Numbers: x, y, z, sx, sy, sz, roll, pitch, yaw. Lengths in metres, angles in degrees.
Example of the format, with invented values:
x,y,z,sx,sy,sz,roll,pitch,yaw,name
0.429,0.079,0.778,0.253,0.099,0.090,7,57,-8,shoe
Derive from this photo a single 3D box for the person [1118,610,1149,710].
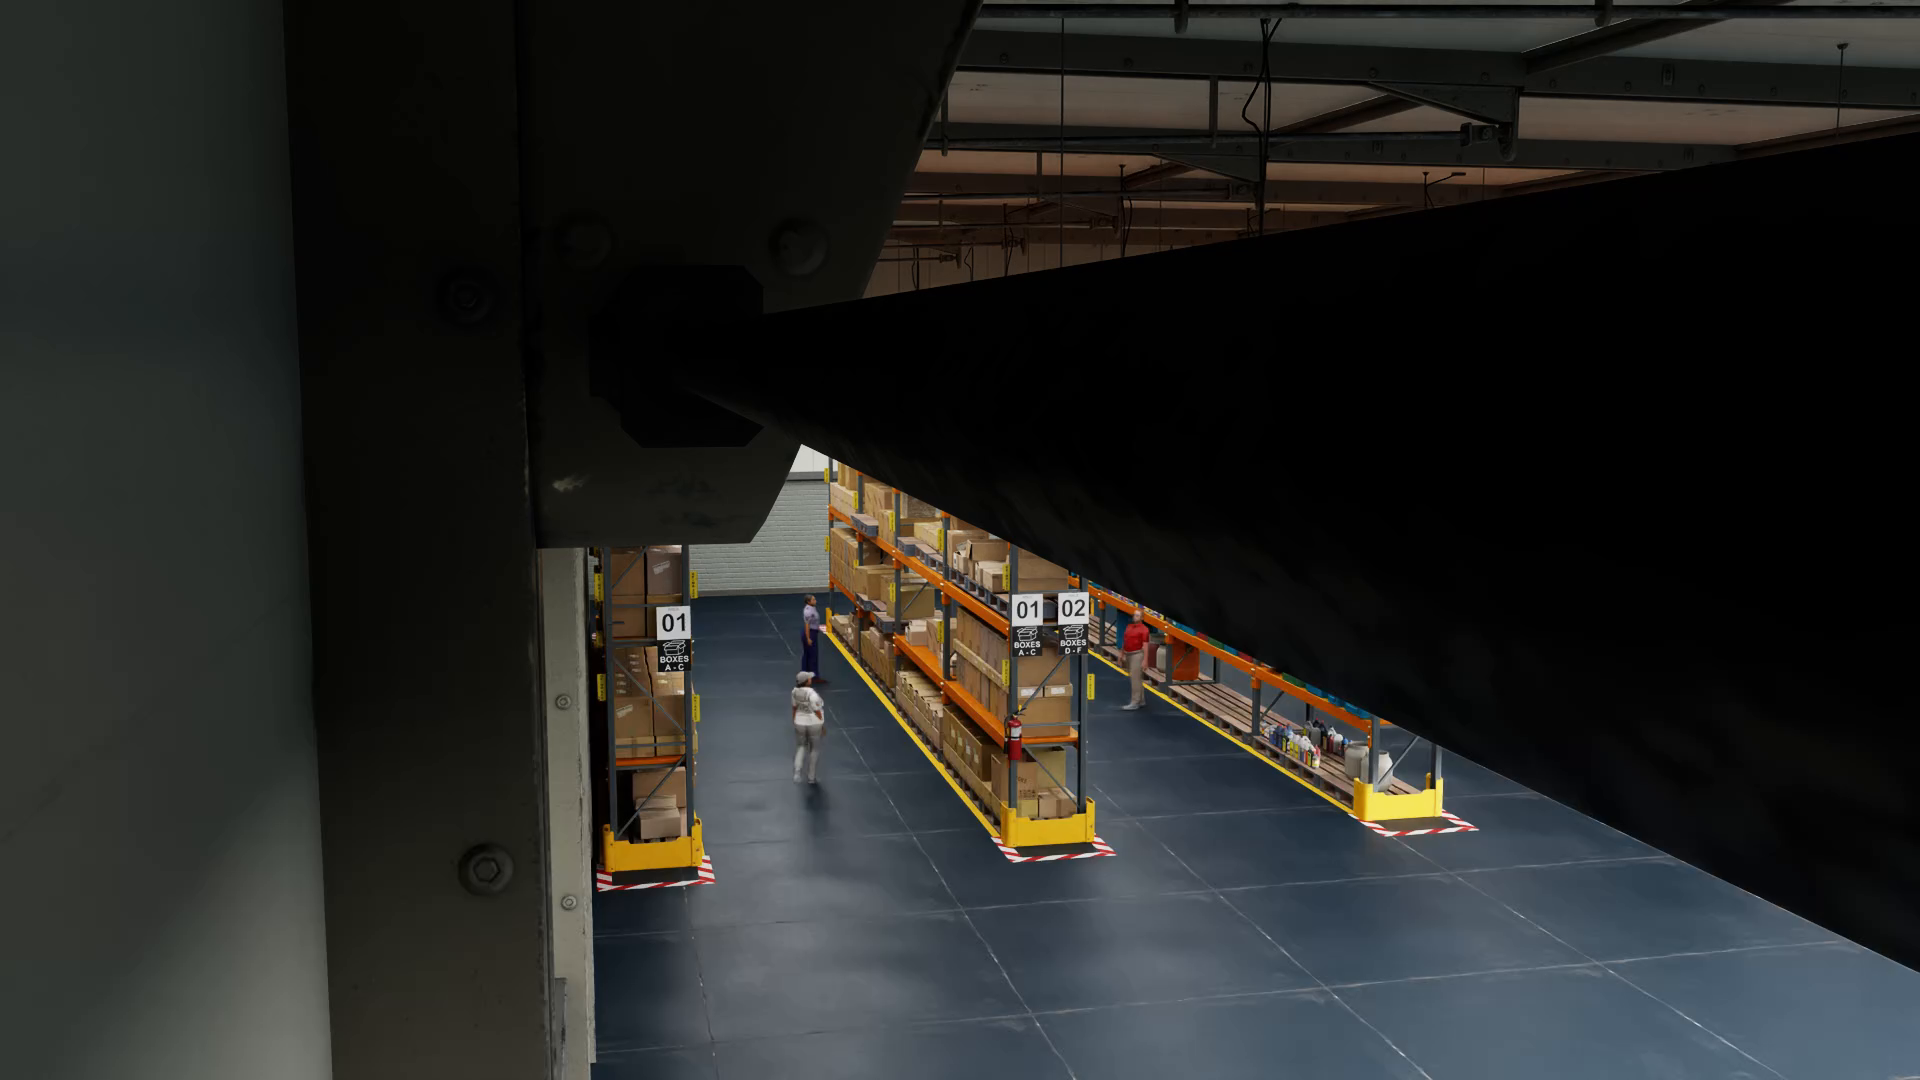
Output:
x,y,z,sx,sy,sz,roll,pitch,yaw,name
2.990,2.062,28.836,0.529,1.706,0.556,-2,7,-19,person

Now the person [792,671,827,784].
x,y,z,sx,sy,sz,roll,pitch,yaw,name
-2.174,2.676,23.844,0.502,1.646,0.463,2,7,20,person

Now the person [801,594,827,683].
x,y,z,sx,sy,sz,roll,pitch,yaw,name
-2.737,1.829,31.113,0.503,1.667,0.503,0,7,0,person
